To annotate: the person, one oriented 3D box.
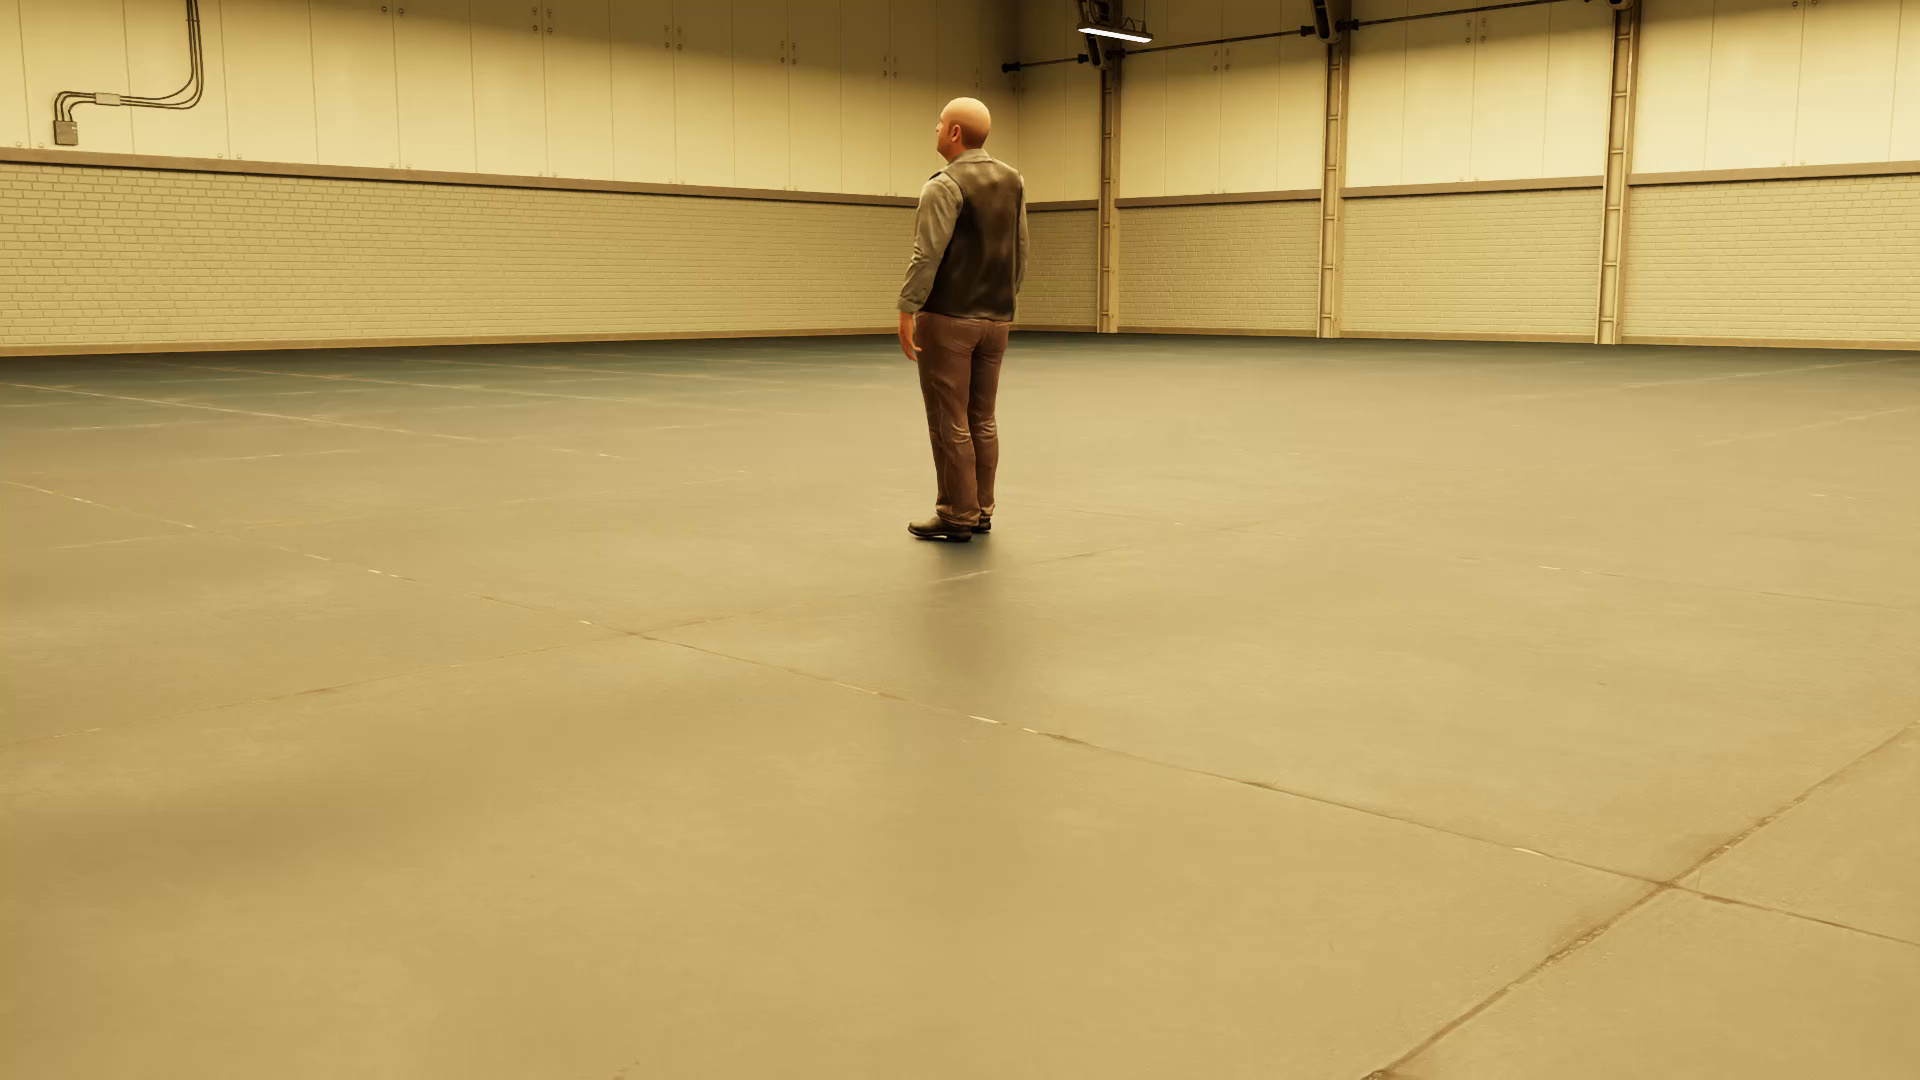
[{"bbox_3d":[-0.040,-0.865,6.637,0.566,1.722,0.633,8,12,43],"label":"person"}]
